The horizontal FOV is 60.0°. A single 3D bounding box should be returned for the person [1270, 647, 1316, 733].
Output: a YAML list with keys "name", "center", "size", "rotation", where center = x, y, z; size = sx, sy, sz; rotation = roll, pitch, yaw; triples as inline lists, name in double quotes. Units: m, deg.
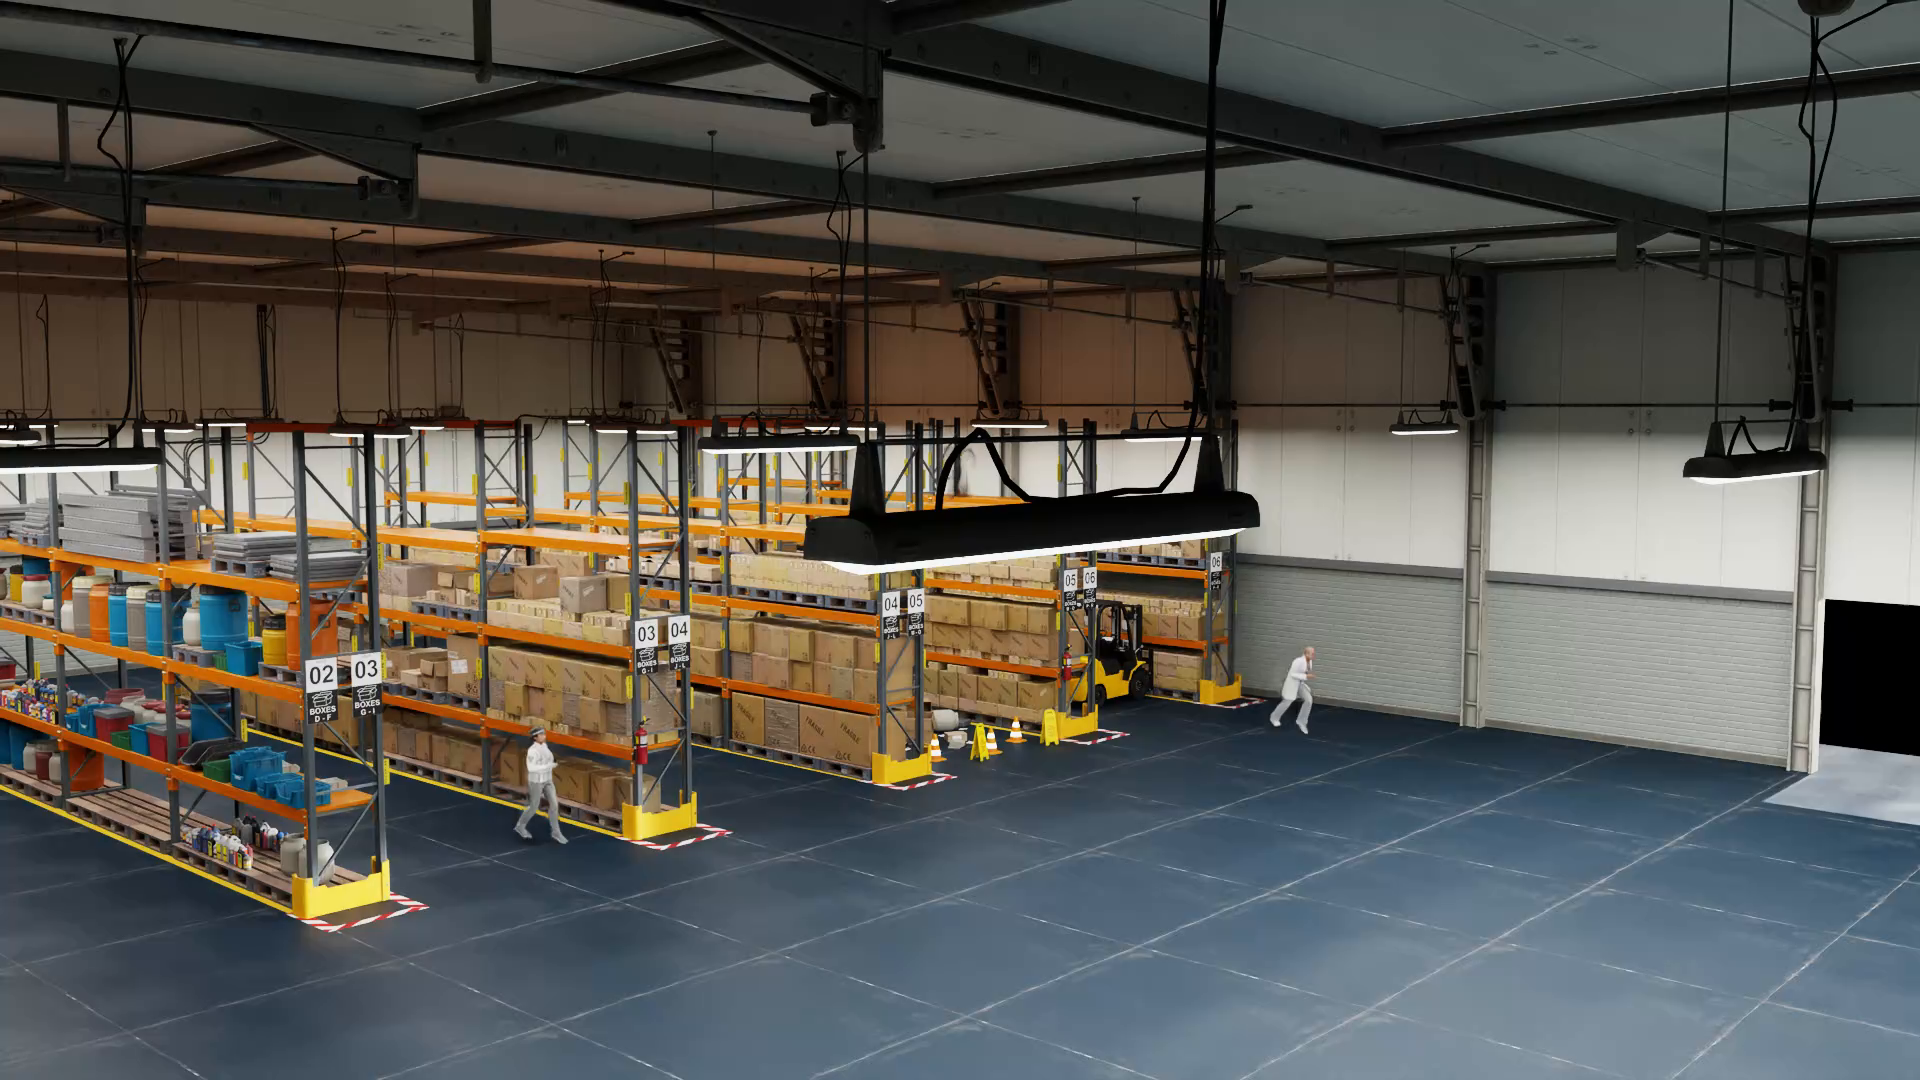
- name: "person"
  center: [6.483, 2.891, 32.266]
  size: [0.752, 1.730, 1.071]
  rotation: [-5, 7, -44]

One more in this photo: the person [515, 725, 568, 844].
- name: "person"
  center: [-6.061, 3.511, 23.969]
  size: [0.820, 1.733, 0.604]
  rotation: [2, 5, 22]
